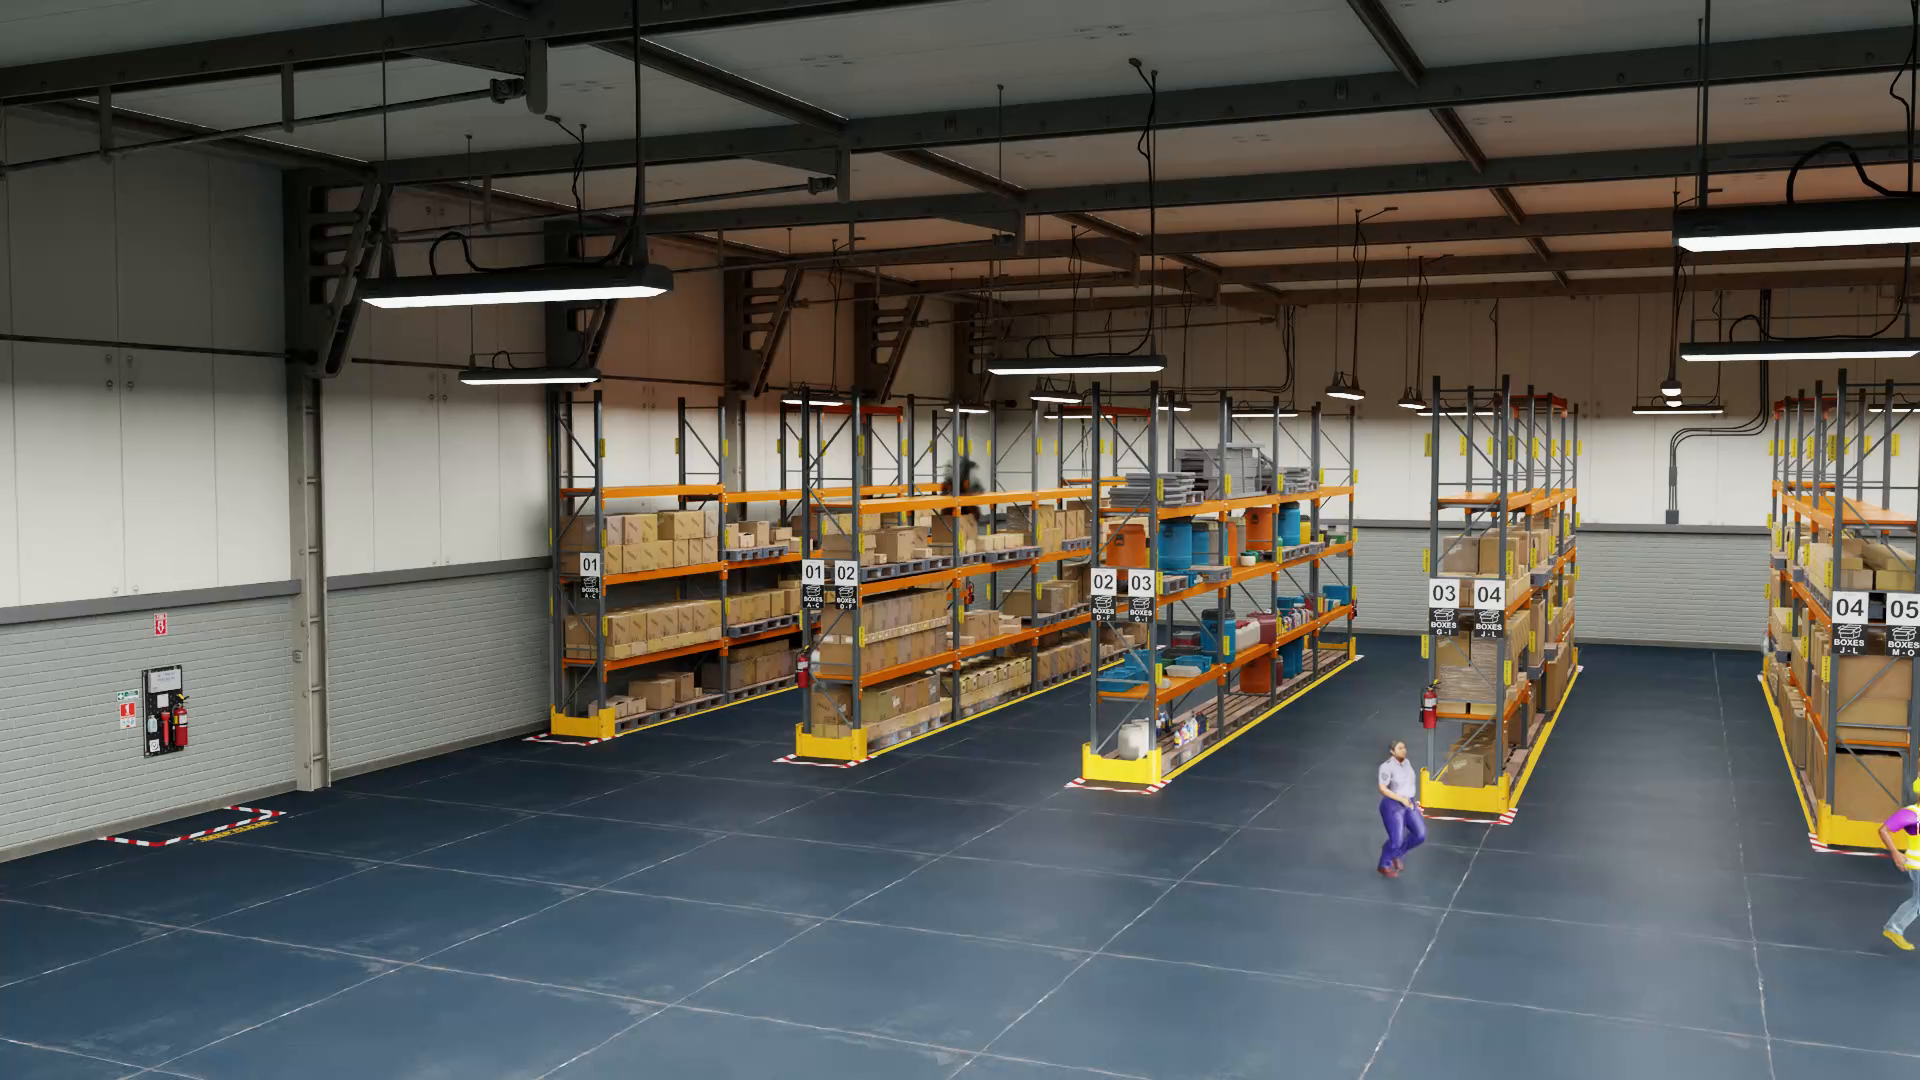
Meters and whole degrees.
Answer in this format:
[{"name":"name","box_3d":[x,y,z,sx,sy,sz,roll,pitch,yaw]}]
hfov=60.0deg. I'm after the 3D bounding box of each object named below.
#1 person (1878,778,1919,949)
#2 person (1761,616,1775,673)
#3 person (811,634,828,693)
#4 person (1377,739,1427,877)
[{"name":"person","box_3d":[9.375,3.214,16.172,0.677,1.821,0.820,-2,4,-33]},{"name":"person","box_3d":[18.101,2.130,36.800,0.616,1.735,0.761,1,3,17]},{"name":"person","box_3d":[-2.536,2.519,29.941,0.592,1.651,0.539,1,3,19]},{"name":"person","box_3d":[5.142,3.126,19.403,0.591,1.611,0.544,-2,4,-34]}]
